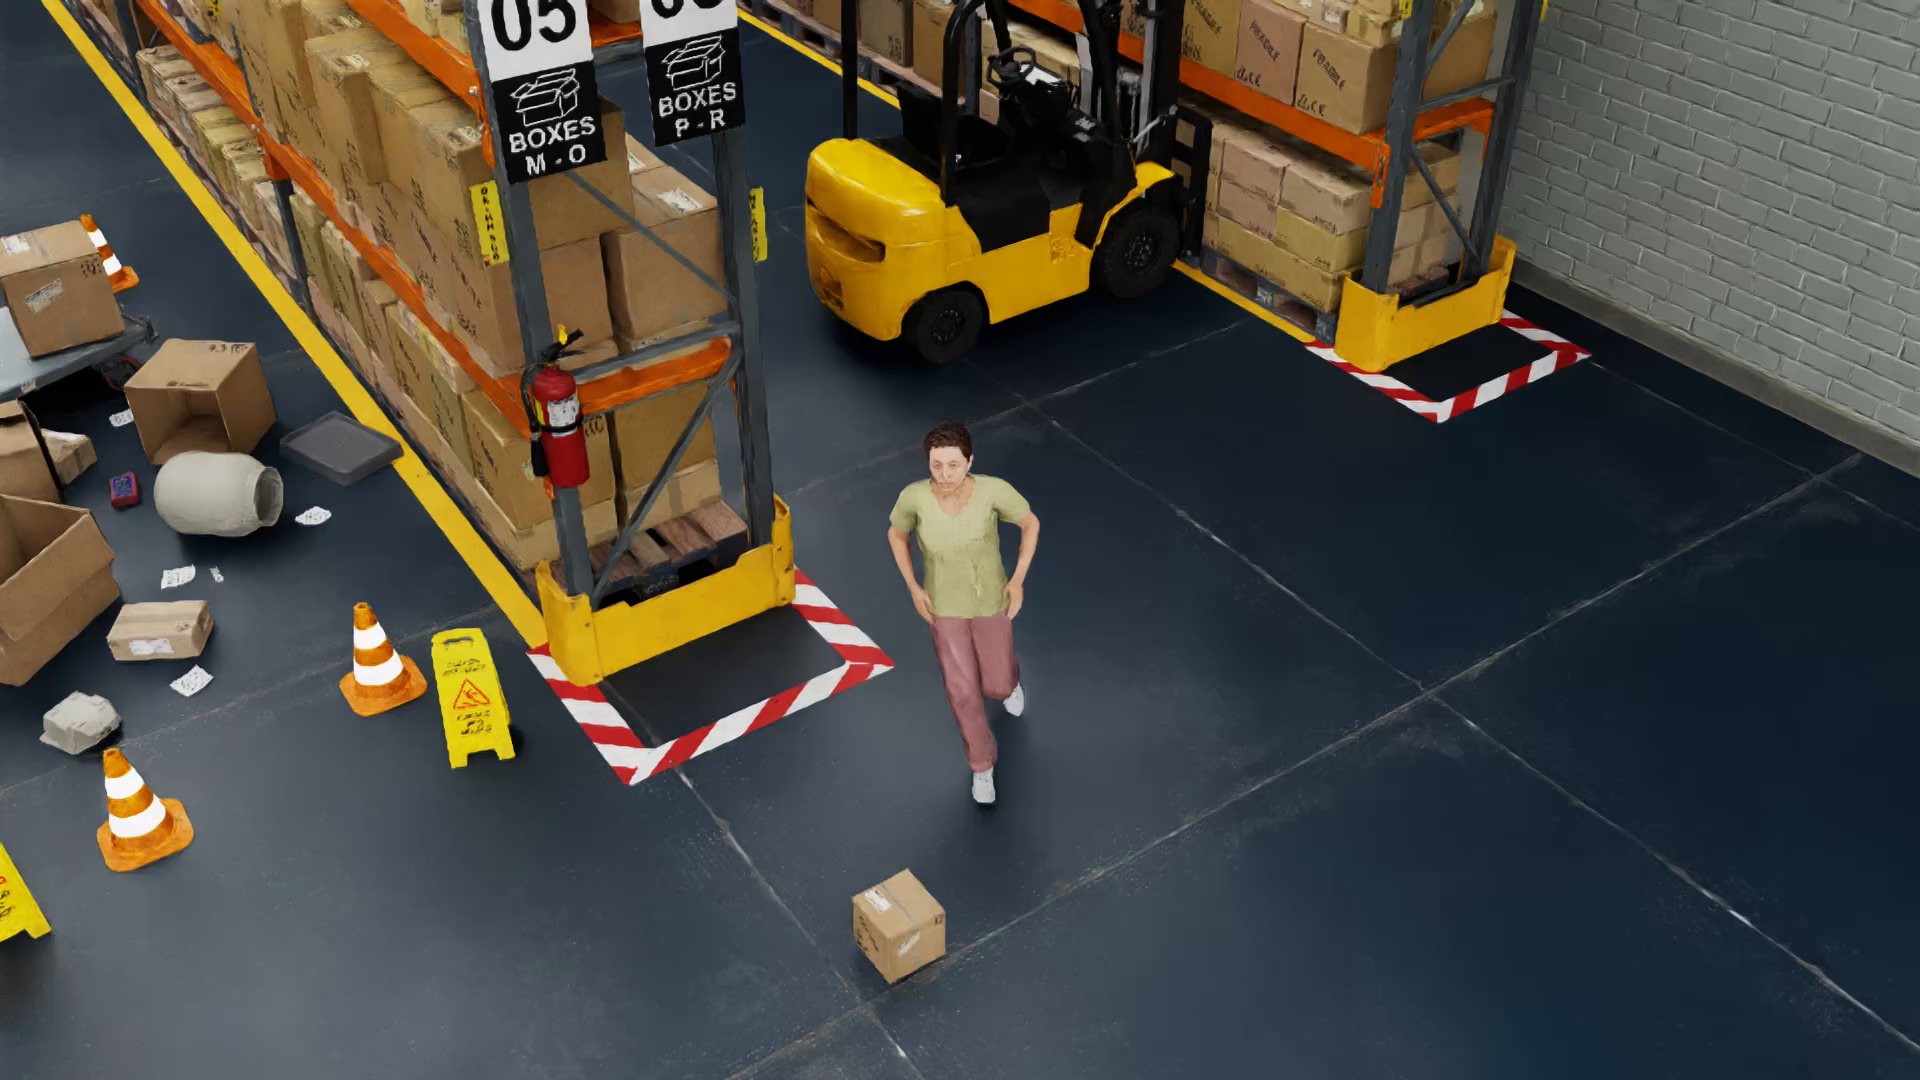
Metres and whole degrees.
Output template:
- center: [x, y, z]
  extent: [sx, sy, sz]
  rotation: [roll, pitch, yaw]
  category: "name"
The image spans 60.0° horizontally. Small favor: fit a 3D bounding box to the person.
- center: [0.006, 0.241, 6.687]
  extent: [0.600, 1.645, 0.712]
  rotation: [3, 37, 4]
  category: "person"
